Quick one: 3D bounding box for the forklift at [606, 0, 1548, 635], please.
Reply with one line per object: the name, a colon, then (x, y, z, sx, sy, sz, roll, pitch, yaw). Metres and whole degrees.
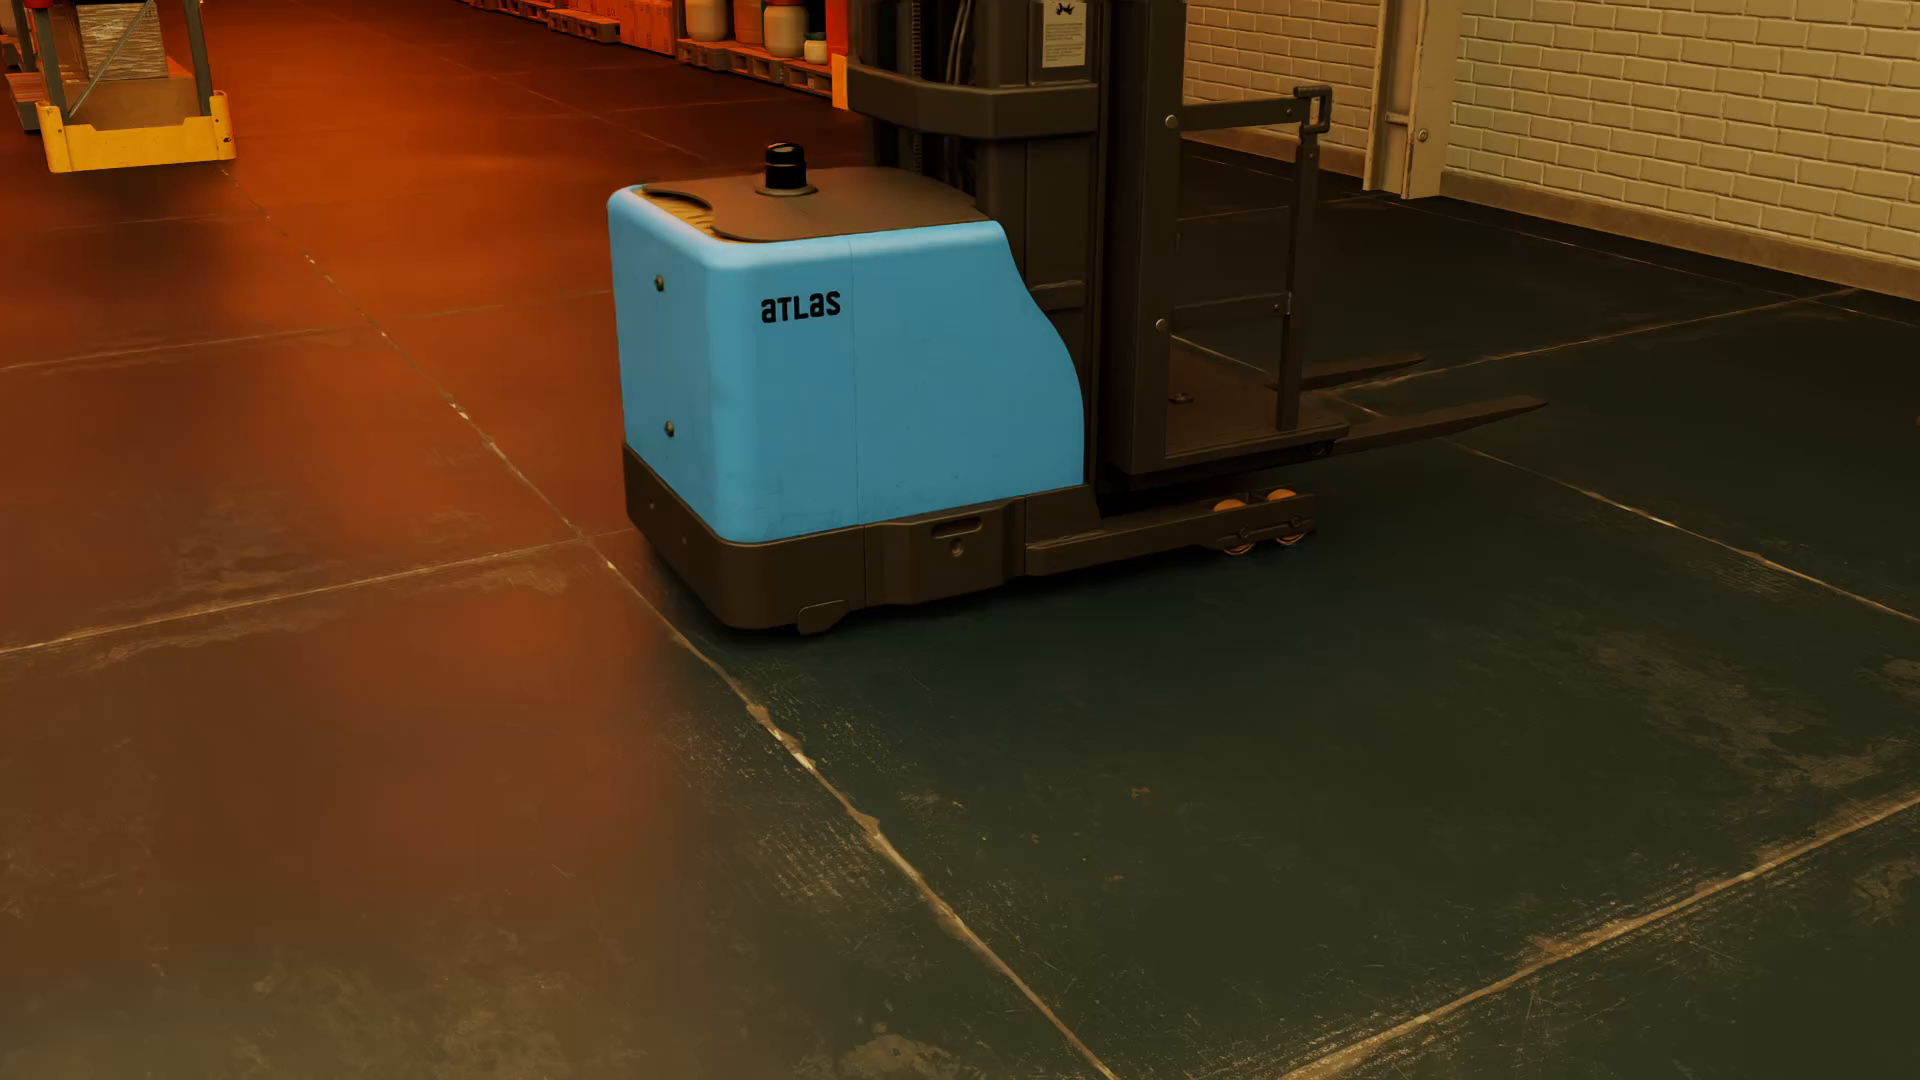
forklift: (0.520, -1.477, 4.873, 3.031, 2.935, 1.130, -11, 25, -25)
